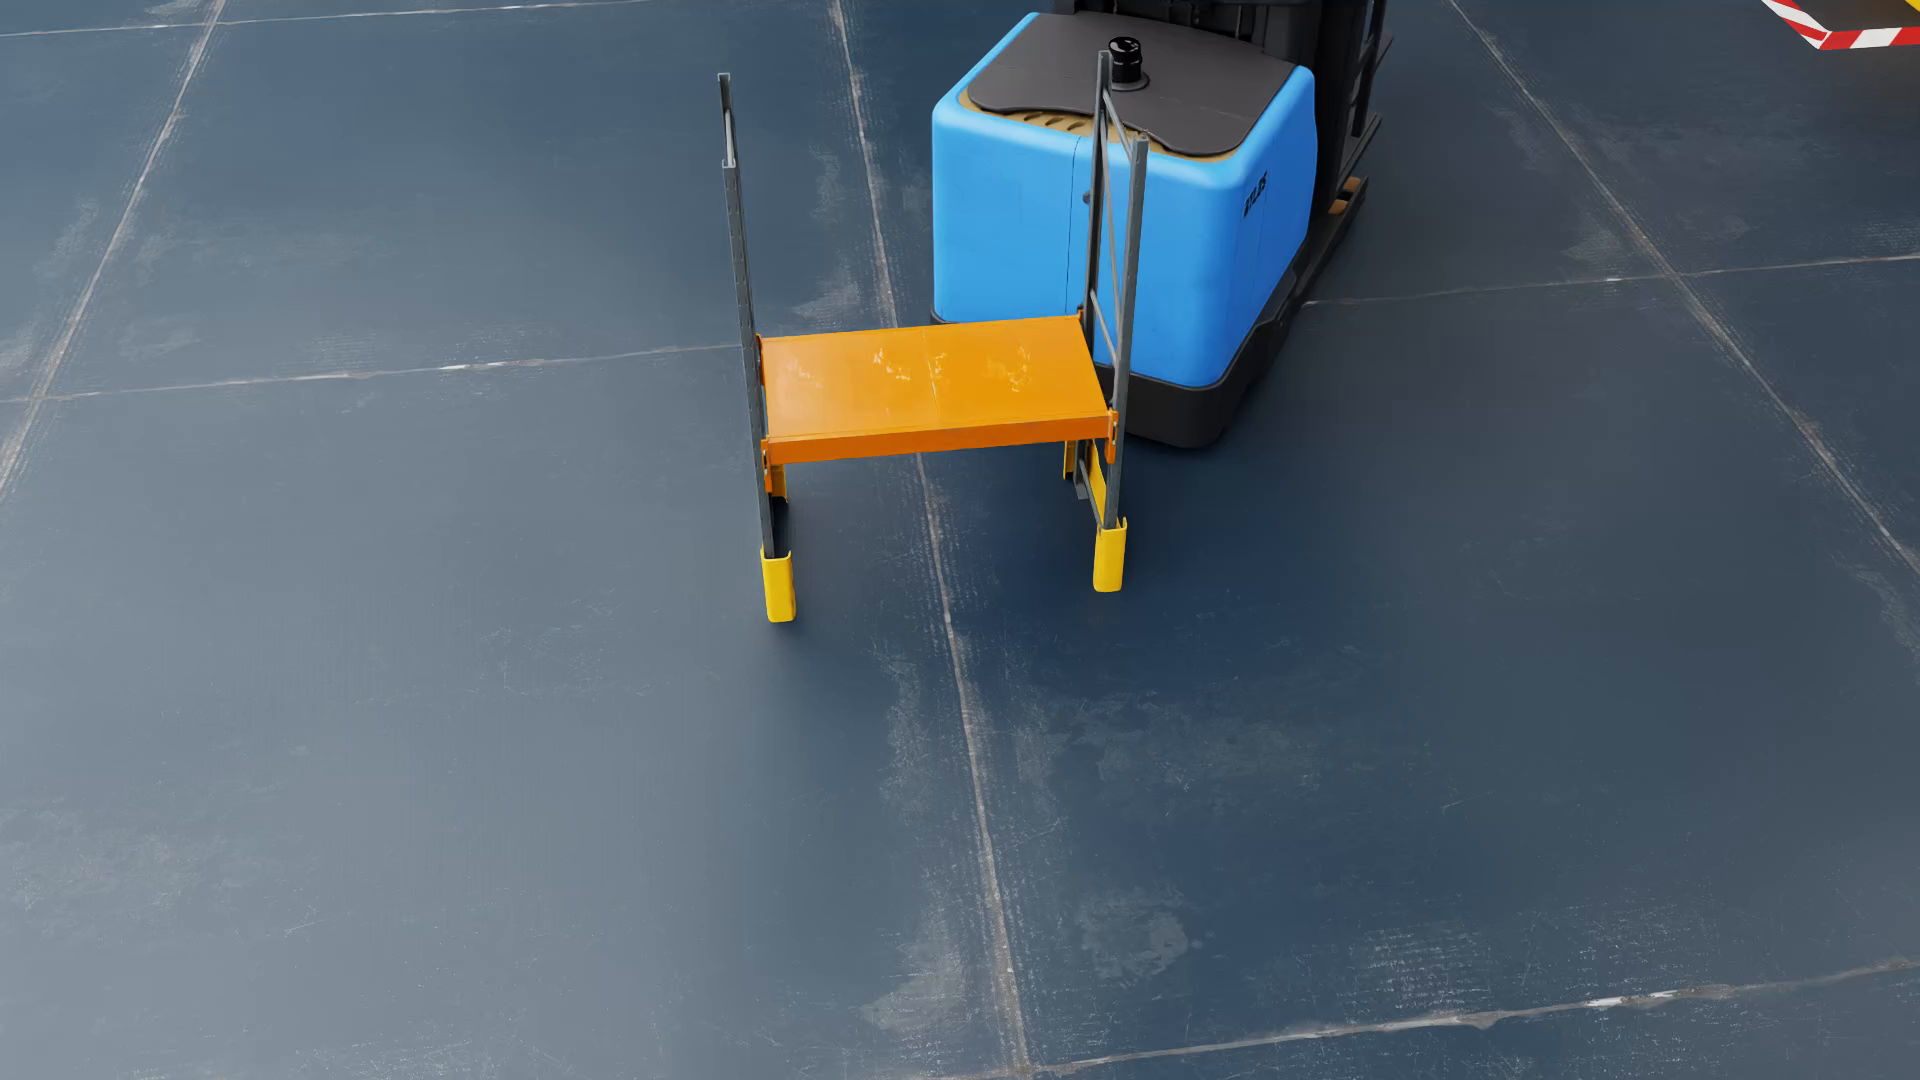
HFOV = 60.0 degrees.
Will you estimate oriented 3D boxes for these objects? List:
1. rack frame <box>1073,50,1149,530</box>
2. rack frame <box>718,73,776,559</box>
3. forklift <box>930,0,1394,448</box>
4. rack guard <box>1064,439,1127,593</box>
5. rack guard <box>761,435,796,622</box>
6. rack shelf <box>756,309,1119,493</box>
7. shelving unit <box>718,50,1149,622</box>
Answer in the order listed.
[{"bbox_3d":[0.419,-0.594,4.788,0.032,1.500,0.500,-5,42,-6],"label":"rack frame"},{"bbox_3d":[-0.589,-0.505,4.691,0.032,1.500,0.500,-5,42,-6],"label":"rack frame"},{"bbox_3d":[0.984,-2.379,5.700,1.130,2.935,3.031,18,45,19],"label":"forklift"},{"bbox_3d":[0.418,-0.129,5.207,0.087,0.250,0.587,-5,42,-6],"label":"rack guard"},{"bbox_3d":[-0.569,-0.043,5.111,0.087,0.250,0.587,-5,42,-6],"label":"rack guard"},{"bbox_3d":[-0.085,-0.416,4.860,1.000,0.185,0.538,-5,42,-6],"label":"rack shelf"},{"bbox_3d":[-0.076,-0.550,4.740,1.083,1.500,0.587,-5,42,-6],"label":"shelving unit"}]
